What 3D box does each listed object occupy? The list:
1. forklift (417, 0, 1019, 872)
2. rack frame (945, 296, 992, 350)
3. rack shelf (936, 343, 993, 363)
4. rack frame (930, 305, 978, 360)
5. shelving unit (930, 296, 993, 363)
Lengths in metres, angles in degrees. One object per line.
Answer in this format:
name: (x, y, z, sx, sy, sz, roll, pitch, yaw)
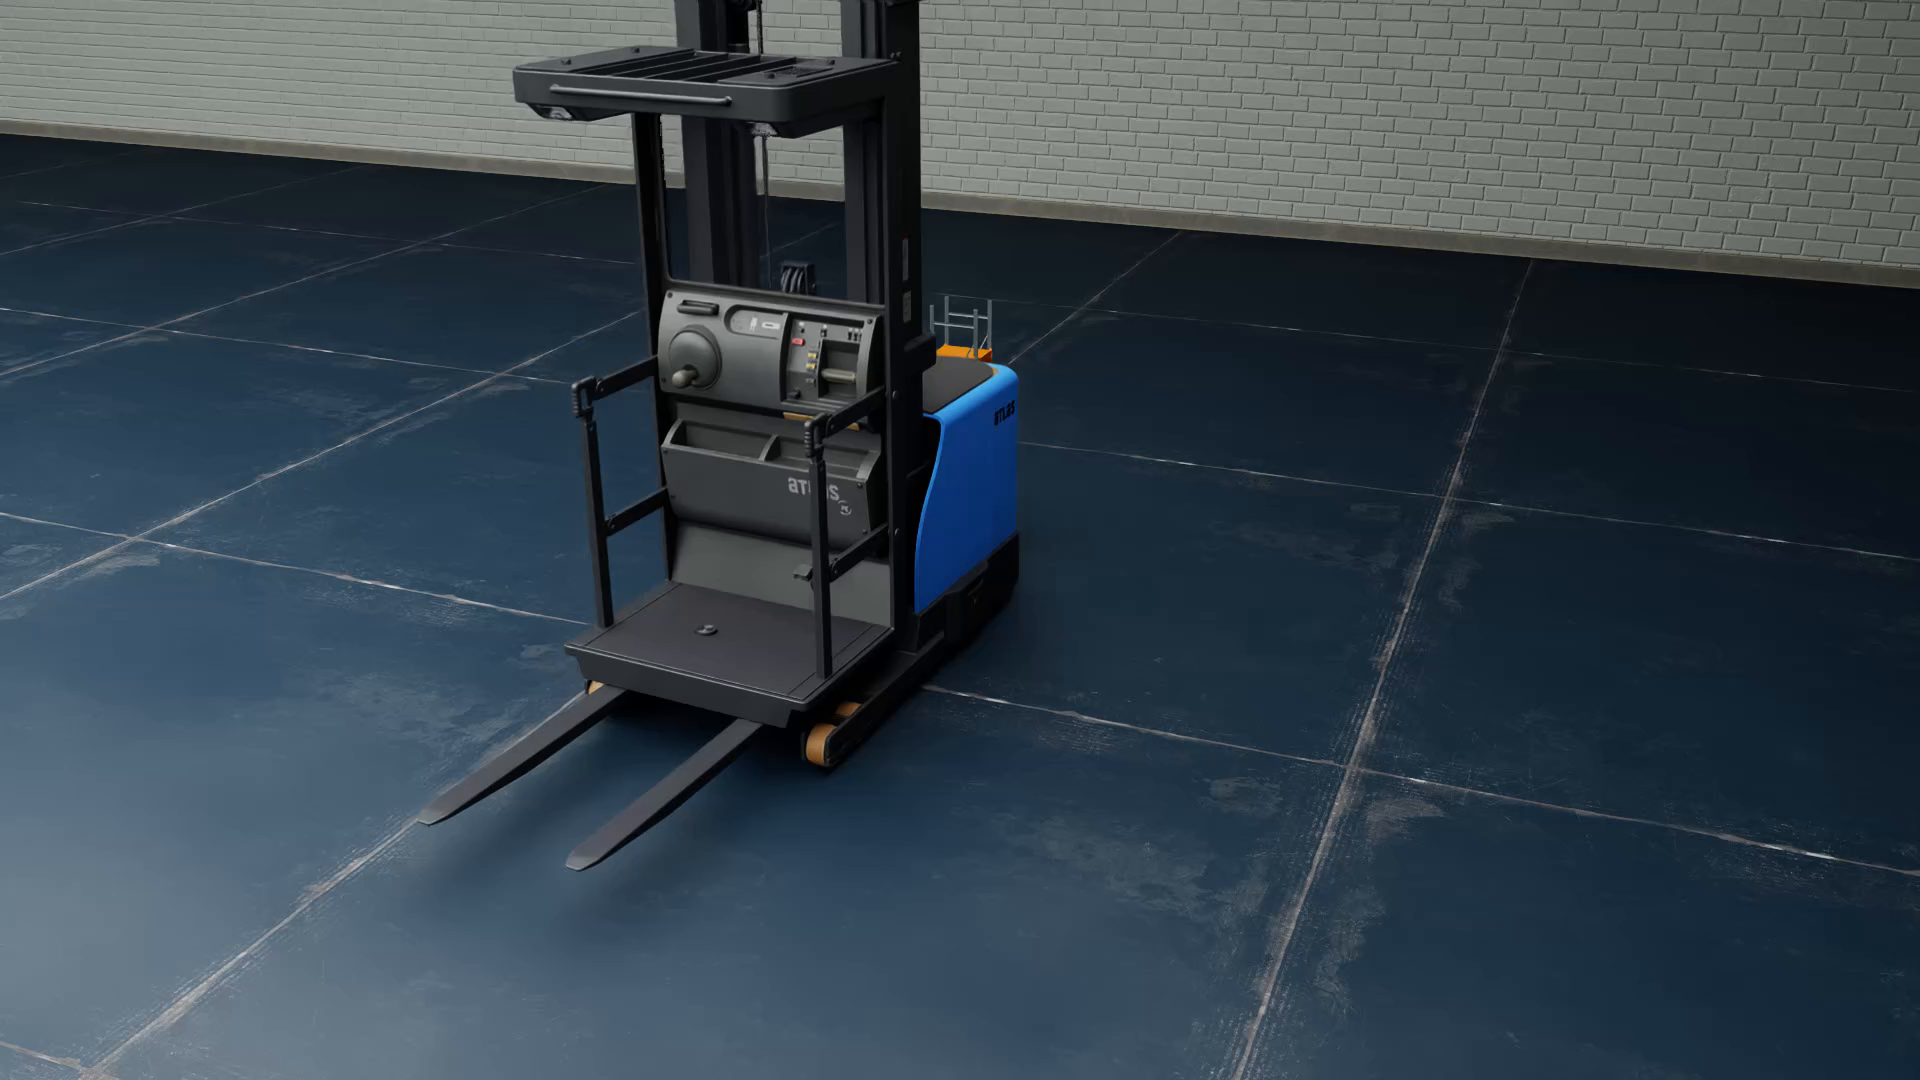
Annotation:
forklift: (-0.828, -0.695, 6.110, 1.130, 2.935, 3.031, 11, 25, 24)
rack frame: (0.039, -0.592, 8.110, 0.240, 1.200, 0.006, 9, 24, 20)
rack shelf: (0.005, -0.850, 7.910, 0.258, 0.103, 0.180, 9, 24, 20)
rack frame: (-0.029, -0.526, 7.953, 0.240, 1.200, 0.006, 9, 24, 20)
shelving unit: (0.005, -0.559, 8.031, 0.258, 1.200, 0.189, 9, 24, 20)
